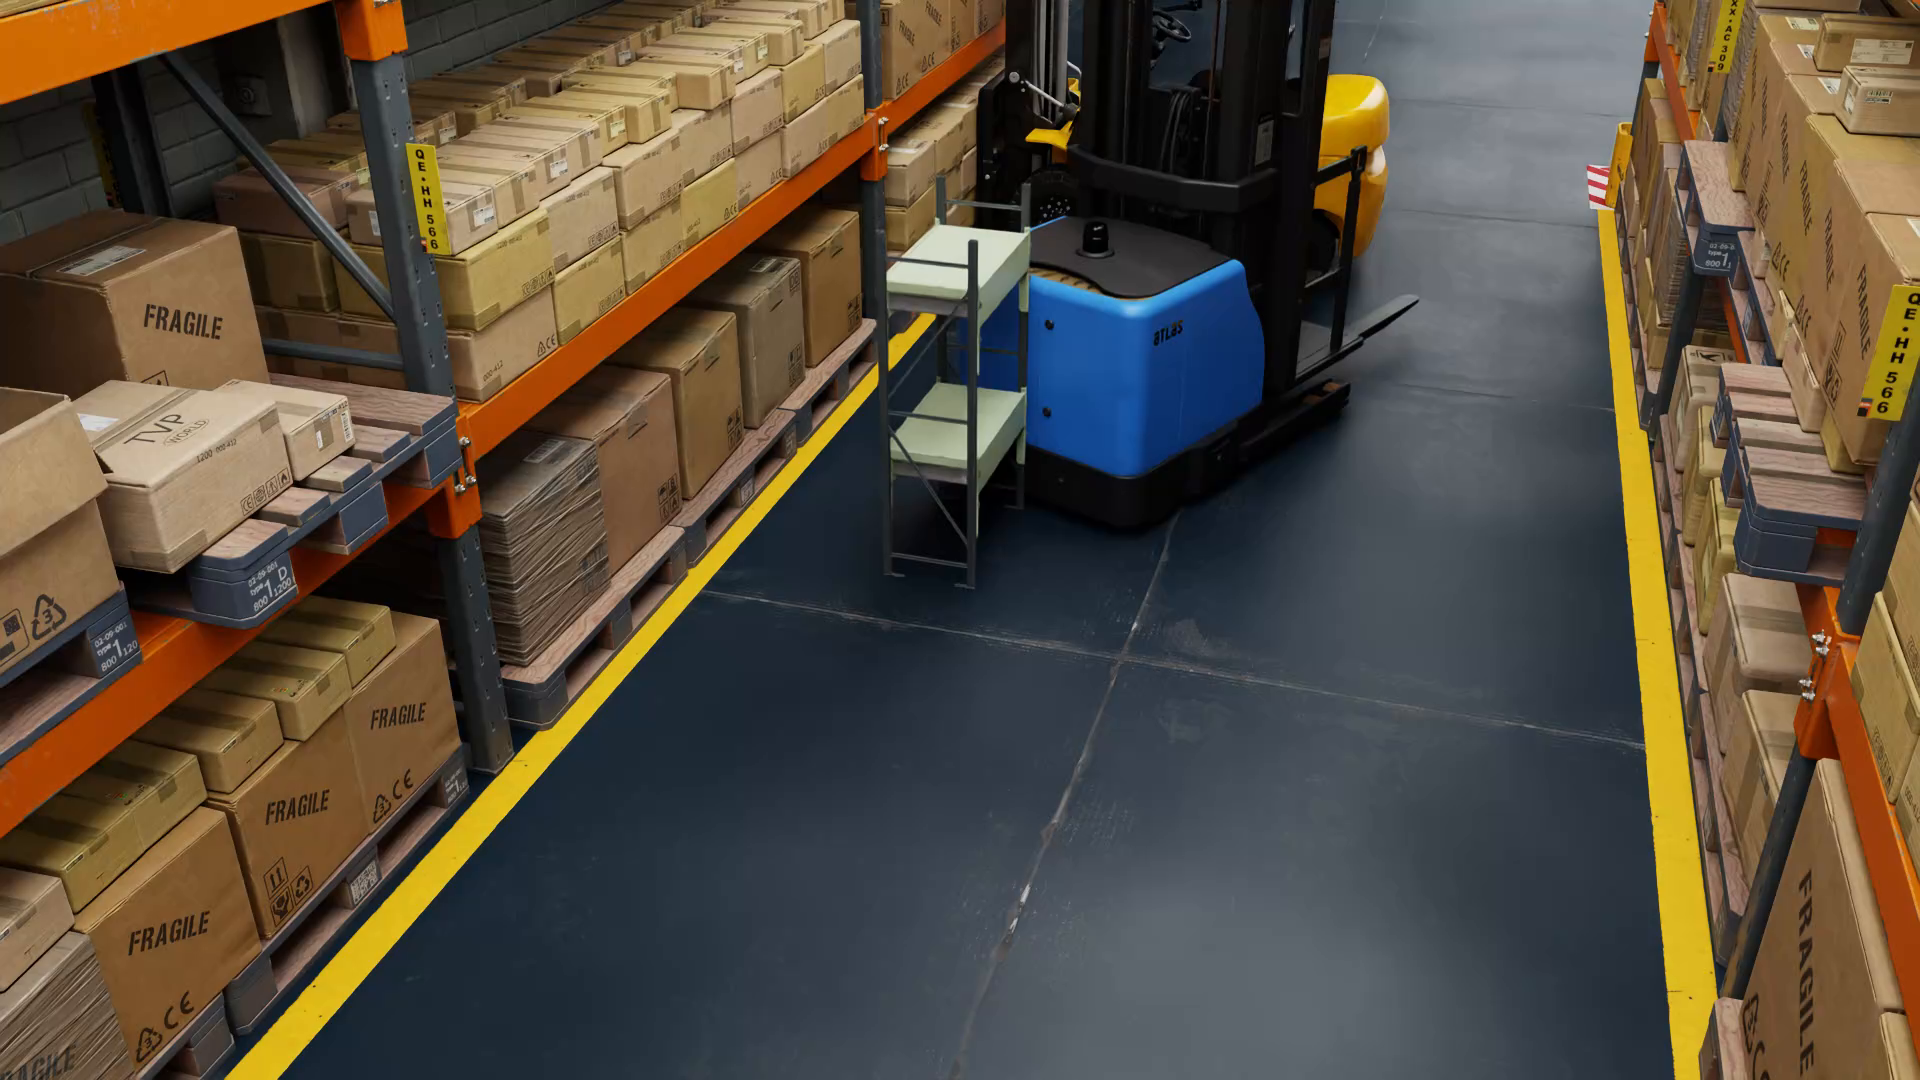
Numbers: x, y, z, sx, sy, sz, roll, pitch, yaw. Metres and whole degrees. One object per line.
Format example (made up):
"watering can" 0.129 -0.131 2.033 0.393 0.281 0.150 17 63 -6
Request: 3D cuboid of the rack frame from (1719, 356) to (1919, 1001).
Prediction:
"rack frame" 2.679 0.118 3.953 1.000 3.000 0.127 8 30 15

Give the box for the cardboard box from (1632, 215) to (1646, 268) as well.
"cardboard box" 4.221 -1.755 9.716 0.500 0.250 0.500 11 31 18

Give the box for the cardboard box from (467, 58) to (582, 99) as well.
"cardboard box" -1.733 -1.812 6.652 0.380 0.149 0.250 9 30 16

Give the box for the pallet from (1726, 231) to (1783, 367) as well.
"pallet" 3.221 -0.724 5.664 1.003 0.211 1.213 8 30 15

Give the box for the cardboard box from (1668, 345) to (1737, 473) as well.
"cardboard box" 3.701 -0.532 7.393 0.950 0.372 0.625 9 30 16

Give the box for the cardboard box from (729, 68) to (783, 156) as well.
"cardboard box" -1.093 -1.859 7.147 0.500 0.250 0.500 9 30 16

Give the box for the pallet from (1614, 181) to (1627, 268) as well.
"pallet" 4.732 -1.974 10.581 1.003 0.211 1.213 8 30 15

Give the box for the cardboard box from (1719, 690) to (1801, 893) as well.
"cardboard box" 2.854 0.821 4.959 0.950 0.372 0.625 6 30 11

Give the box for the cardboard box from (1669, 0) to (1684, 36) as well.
"cardboard box" 4.325 -3.115 9.355 0.500 0.500 0.500 8 30 14

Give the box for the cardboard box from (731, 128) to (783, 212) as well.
"cardboard box" -1.108 -1.650 7.285 0.500 0.250 0.500 9 30 15

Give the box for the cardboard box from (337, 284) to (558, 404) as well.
"cardboard box" -1.704 -0.695 5.568 0.500 0.250 0.500 9 30 15

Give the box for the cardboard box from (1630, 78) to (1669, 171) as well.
"cardboard box" 4.519 -2.563 10.397 0.500 0.500 0.500 7 30 13

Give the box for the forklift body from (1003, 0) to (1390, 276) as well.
"forklift body" 1.468 -2.794 10.060 2.313 2.155 1.214 8 30 15

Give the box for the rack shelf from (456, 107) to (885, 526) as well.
"rack shelf" -1.480 -1.204 7.069 1.077 0.370 4.000 8 30 15

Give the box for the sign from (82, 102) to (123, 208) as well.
"sign" -2.599 -1.173 5.081 0.100 0.325 0.005 8 30 15

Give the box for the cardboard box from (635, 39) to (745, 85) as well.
"cardboard box" -1.128 -1.987 6.965 0.380 0.149 0.250 9 30 15

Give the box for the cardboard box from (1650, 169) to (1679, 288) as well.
"cardboard box" 3.918 -1.601 8.667 0.500 0.500 0.500 9 30 16

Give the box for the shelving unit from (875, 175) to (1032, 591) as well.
"shelving unit" -0.015 -0.650 6.876 0.431 1.500 0.755 9 30 15

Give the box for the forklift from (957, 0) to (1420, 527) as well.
"forklift" 1.311 -1.977 7.788 1.130 2.935 3.031 23 36 35

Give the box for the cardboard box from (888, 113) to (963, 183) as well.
"cardboard box" -0.292 -2.283 9.636 0.500 0.250 0.500 9 30 15

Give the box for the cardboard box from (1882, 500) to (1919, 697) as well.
"cardboard box" 2.294 0.165 3.508 0.500 0.250 0.500 8 30 15

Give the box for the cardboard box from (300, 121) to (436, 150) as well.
"cardboard box" -2.061 -1.345 5.813 0.380 0.149 0.250 8 30 15

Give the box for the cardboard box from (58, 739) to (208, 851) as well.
"cardboard box" -2.261 0.666 4.440 0.380 0.149 0.250 9 30 16

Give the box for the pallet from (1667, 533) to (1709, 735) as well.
"pallet" 3.269 0.408 6.299 1.003 0.211 1.213 8 30 15

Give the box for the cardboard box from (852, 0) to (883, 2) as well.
"cardboard box" -0.548 -2.886 8.581 0.380 0.149 0.250 8 30 14

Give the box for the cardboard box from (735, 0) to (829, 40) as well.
"cardboard box" -0.840 -2.462 7.820 0.380 0.149 0.250 8 30 14

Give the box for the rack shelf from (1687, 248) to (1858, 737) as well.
"rack shelf" 3.266 -0.497 5.799 1.077 0.370 4.000 8 30 15

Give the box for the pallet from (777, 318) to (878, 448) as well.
"pallet" -1.072 -0.881 8.617 1.003 0.211 1.213 8 30 15

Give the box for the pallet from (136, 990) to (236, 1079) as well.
"pallet" -2.683 1.536 4.271 1.003 0.211 1.213 8 30 15

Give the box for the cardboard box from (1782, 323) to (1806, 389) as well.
"cardboard box" 2.672 -0.516 4.919 0.380 0.149 0.250 7 30 12

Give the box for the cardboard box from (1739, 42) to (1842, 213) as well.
"cardboard box" 3.136 -1.461 5.950 0.500 0.500 0.500 8 30 15

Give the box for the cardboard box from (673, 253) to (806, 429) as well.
"cardboard box" -1.271 -0.990 7.955 0.875 0.625 0.625 8 30 14

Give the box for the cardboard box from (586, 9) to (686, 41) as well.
"cardboard box" -1.460 -2.287 7.506 0.380 0.149 0.250 8 30 14

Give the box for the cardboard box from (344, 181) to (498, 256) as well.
"cardboard box" -1.692 -1.022 5.232 0.380 0.149 0.250 9 30 16

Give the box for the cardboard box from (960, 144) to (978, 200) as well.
"cardboard box" -0.152 -2.295 10.173 0.500 0.250 0.500 8 30 14

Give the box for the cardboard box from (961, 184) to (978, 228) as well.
"cardboard box" -0.165 -2.086 10.312 0.500 0.250 0.500 9 30 16

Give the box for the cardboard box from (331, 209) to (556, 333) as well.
"cardboard box" -1.680 -0.910 5.440 0.500 0.250 0.500 8 30 15

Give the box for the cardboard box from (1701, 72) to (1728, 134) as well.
"cardboard box" 3.746 -2.157 7.633 0.500 0.500 0.500 8 30 14

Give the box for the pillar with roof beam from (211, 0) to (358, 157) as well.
"pillar with roof beam" 1.569 -3.331 3.981 9.100 9.000 0.400 8 30 15

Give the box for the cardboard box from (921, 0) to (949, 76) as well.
"cardboard box" -0.376 -2.905 9.283 0.500 0.500 0.500 9 30 16

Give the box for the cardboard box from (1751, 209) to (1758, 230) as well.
"cardboard box" 3.181 -1.232 6.206 0.380 0.149 0.250 9 30 16

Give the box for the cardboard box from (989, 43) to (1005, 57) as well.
"cardboard box" 0.300 -3.229 11.337 0.500 0.250 0.500 9 30 16

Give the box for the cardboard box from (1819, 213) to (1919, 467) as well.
"cardboard box" 2.546 -0.491 4.205 0.500 0.500 0.500 8 30 13

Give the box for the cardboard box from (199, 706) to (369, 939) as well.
"cardboard box" -2.143 0.778 4.905 0.500 0.500 0.500 8 30 14

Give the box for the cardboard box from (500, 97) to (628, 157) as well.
"cardboard box" -1.454 -1.514 6.116 0.380 0.149 0.250 9 30 15

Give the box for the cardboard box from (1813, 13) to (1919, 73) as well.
"cardboard box" 3.156 -1.694 5.702 0.380 0.149 0.250 10 31 18

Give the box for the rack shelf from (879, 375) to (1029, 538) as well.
"rack shelf" -0.015 -0.365 7.035 0.431 0.370 0.720 9 30 15

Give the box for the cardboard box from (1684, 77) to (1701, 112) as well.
"cardboard box" 3.951 -2.297 8.552 0.380 0.149 0.250 8 30 14

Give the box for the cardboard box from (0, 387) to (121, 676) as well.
"cardboard box" -2.370 -0.033 3.685 0.797 0.503 0.637 8 30 14
